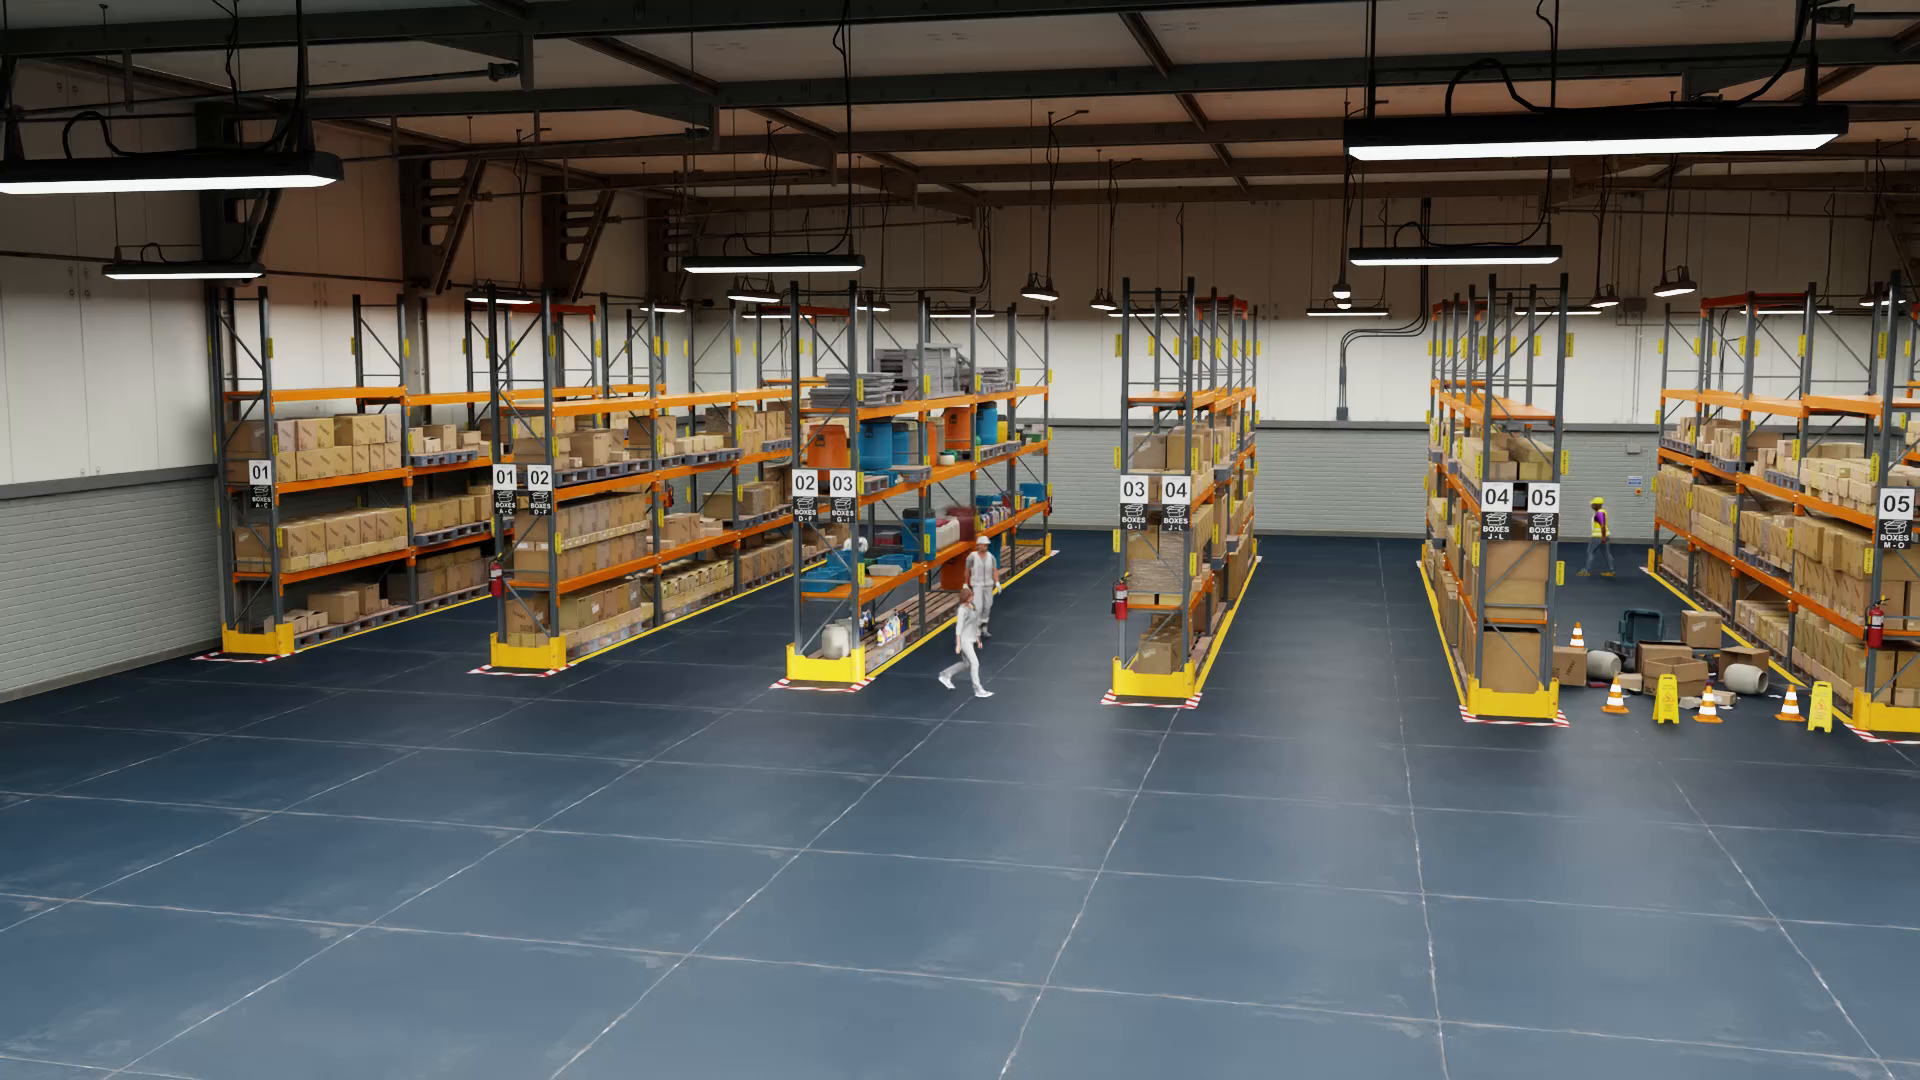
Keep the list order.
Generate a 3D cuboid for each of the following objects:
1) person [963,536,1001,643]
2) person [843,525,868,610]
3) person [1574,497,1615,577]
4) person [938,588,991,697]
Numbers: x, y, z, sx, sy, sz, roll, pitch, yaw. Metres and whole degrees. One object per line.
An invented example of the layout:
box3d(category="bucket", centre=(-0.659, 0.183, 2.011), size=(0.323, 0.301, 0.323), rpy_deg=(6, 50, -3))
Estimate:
box3d(category="person", centre=(0.382, 0.855, 28.654), size=(0.586, 1.856, 0.564), rpy_deg=(-3, 7, -24))
box3d(category="person", centre=(-2.001, 0.507, 32.123), size=(0.583, 1.659, 0.549), rpy_deg=(1, 7, 5))
box3d(category="person", centre=(14.076, -0.068, 36.613), size=(0.526, 1.743, 0.851), rpy_deg=(-5, 8, -39))
box3d(category="person", centre=(0.083, 1.472, 24.029), size=(0.855, 1.545, 0.448), rpy_deg=(2, 7, 18))
